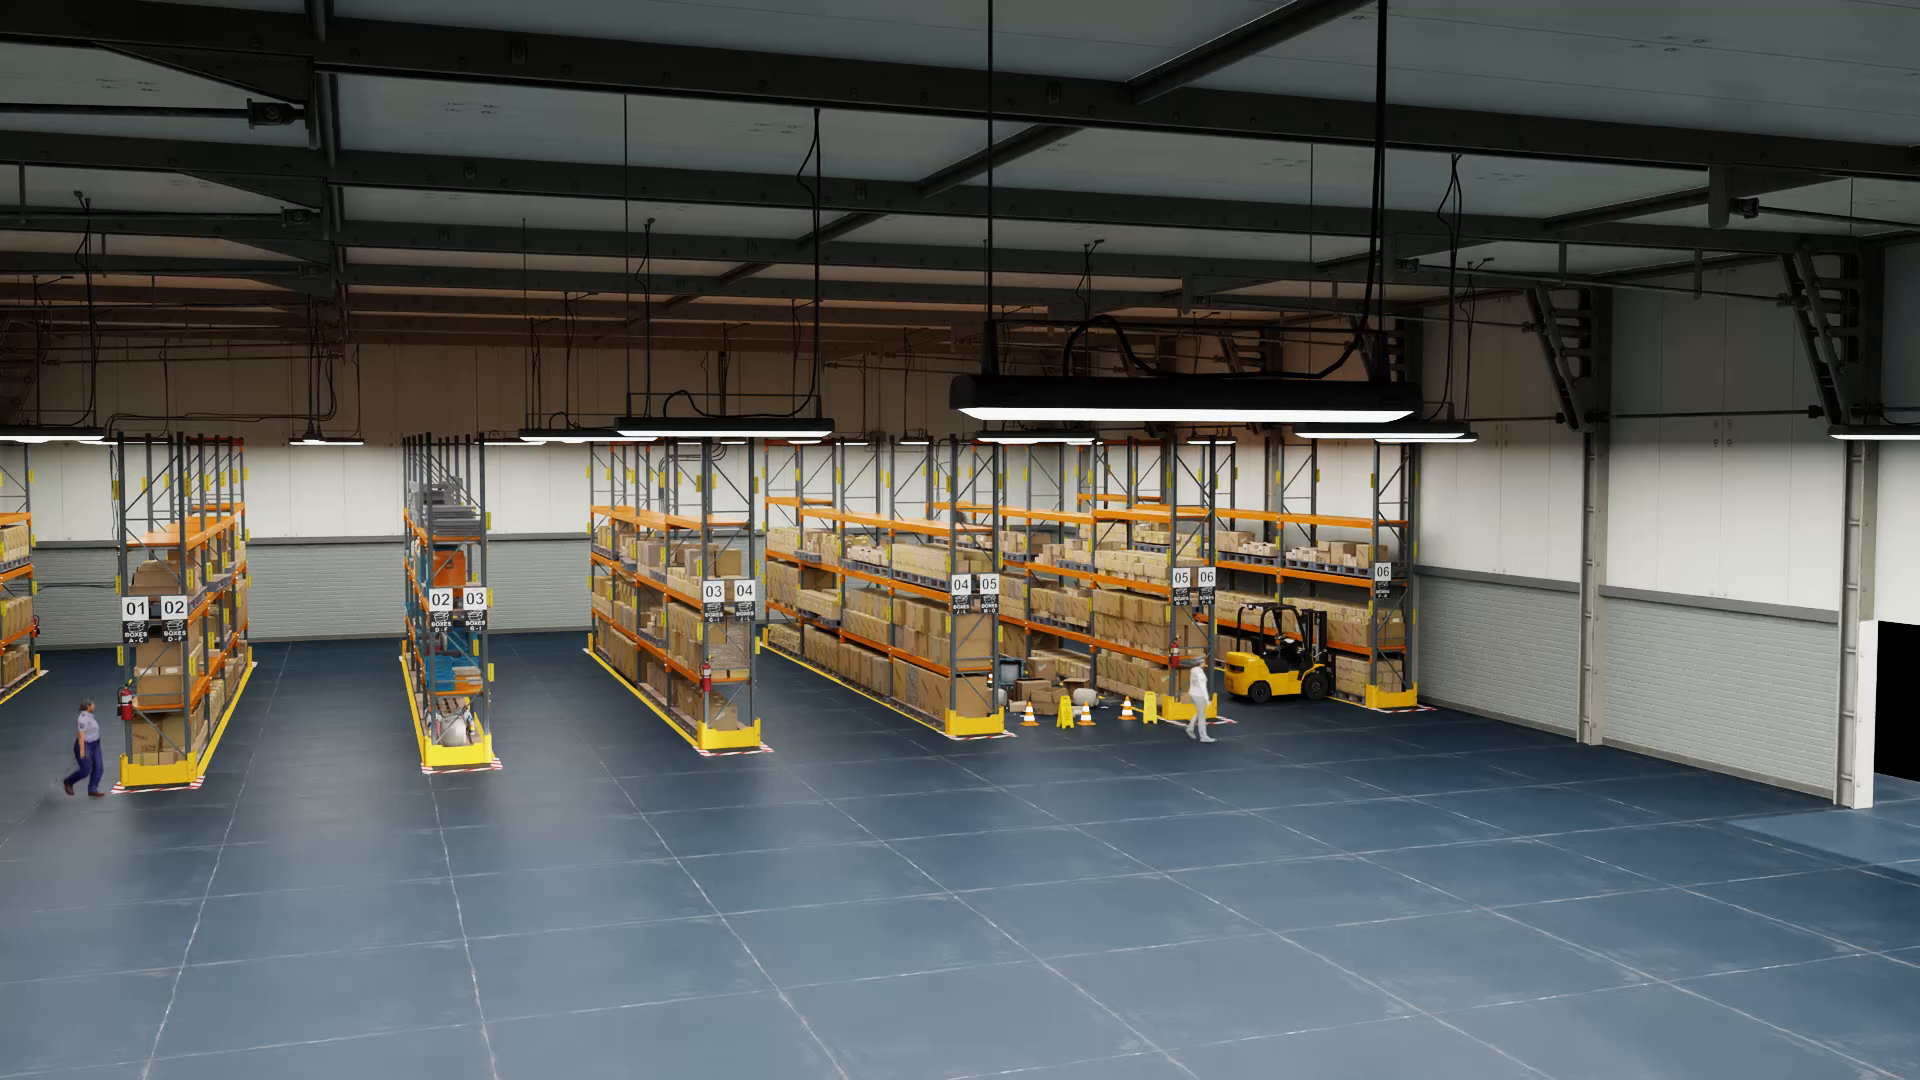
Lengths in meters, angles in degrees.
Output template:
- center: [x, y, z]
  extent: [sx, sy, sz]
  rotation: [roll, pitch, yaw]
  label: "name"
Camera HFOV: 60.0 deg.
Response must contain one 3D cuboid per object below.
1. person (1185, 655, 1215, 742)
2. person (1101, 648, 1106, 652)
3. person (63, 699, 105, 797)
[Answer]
- center: [4.678, 3.083, 32.473]
  extent: [0.525, 1.670, 0.591]
  rotation: [-1, 3, -11]
  label: "person"
- center: [4.073, 2.274, 46.387]
  extent: [0.573, 1.821, 0.603]
  rotation: [-3, 4, -40]
  label: "person"
- center: [-14.327, 3.445, 27.186]
  extent: [0.592, 1.522, 0.496]
  rotation: [1, 3, 14]
  label: "person"
